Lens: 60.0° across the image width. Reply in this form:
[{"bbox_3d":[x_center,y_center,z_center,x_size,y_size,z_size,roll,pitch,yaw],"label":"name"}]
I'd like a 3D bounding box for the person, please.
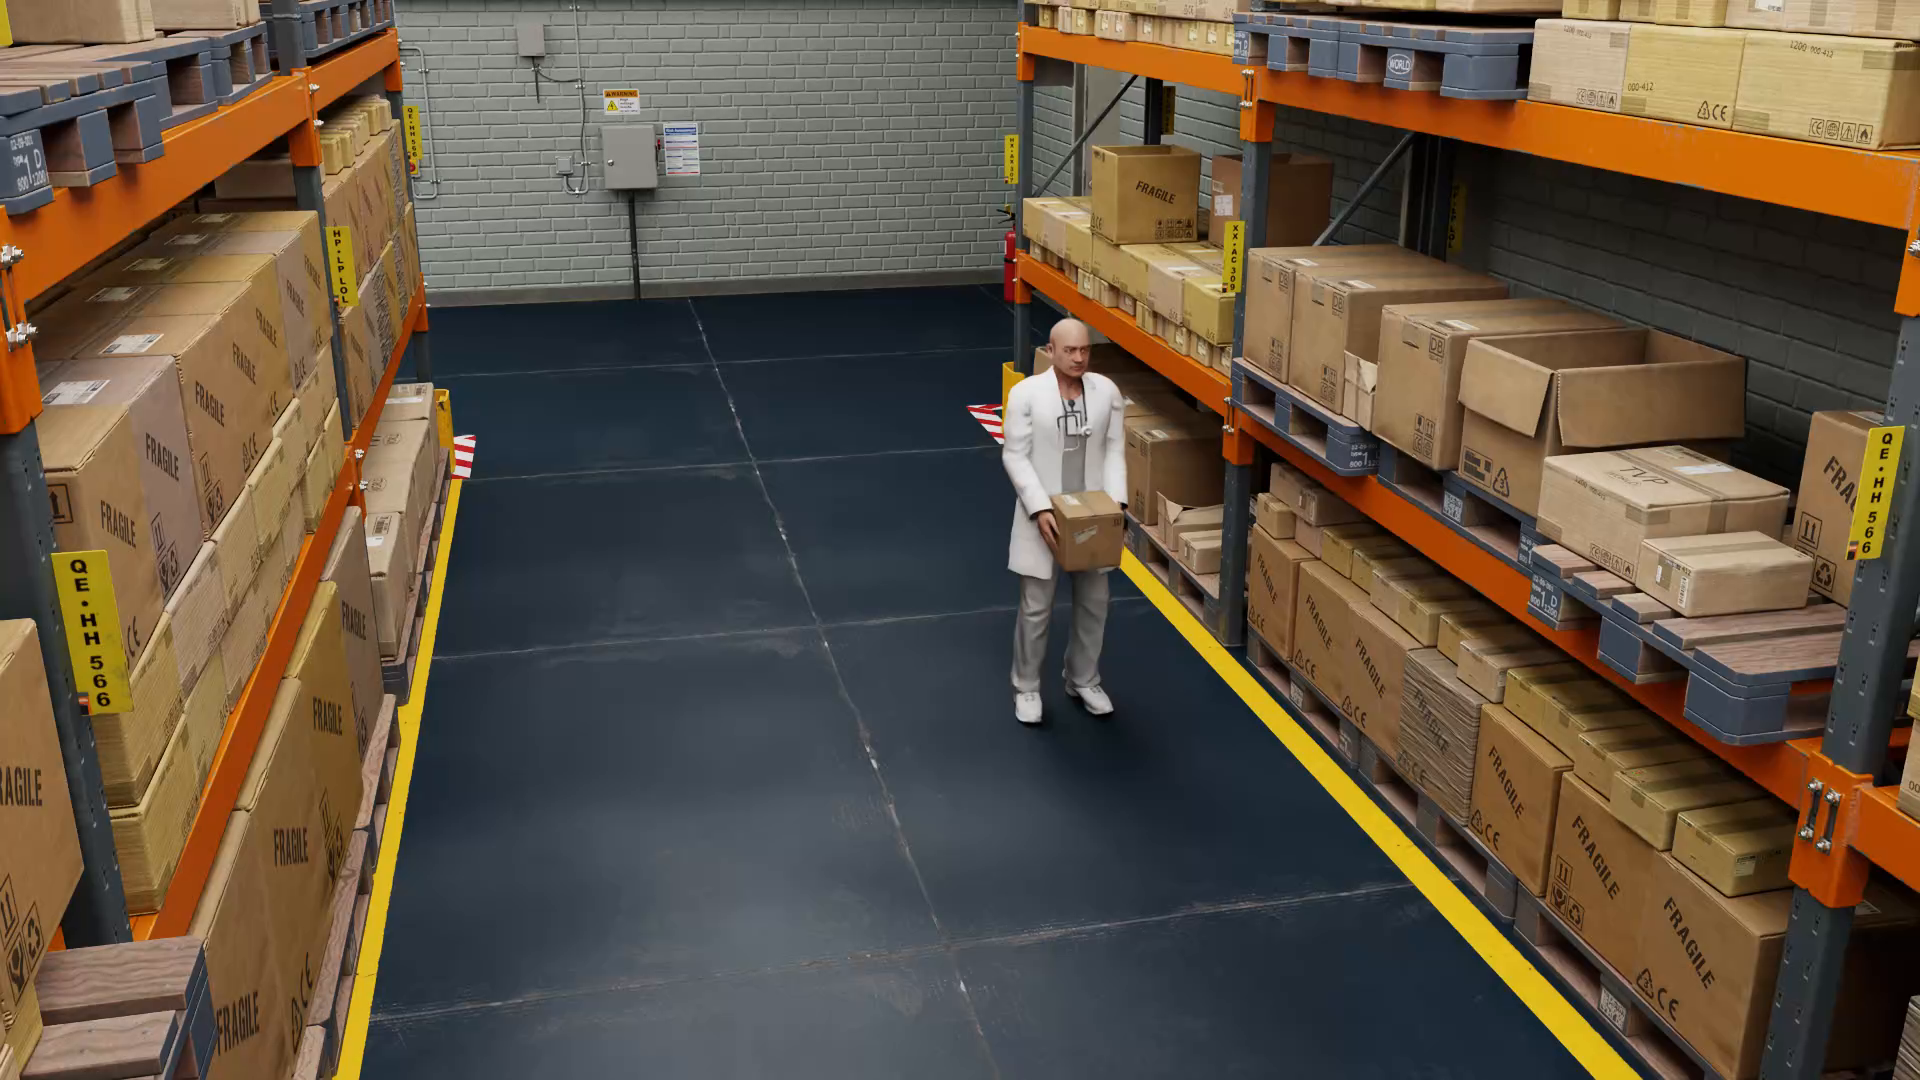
[{"bbox_3d":[0.479,-0.073,7.287,0.569,1.783,0.489,-5,20,-14],"label":"person"}]
